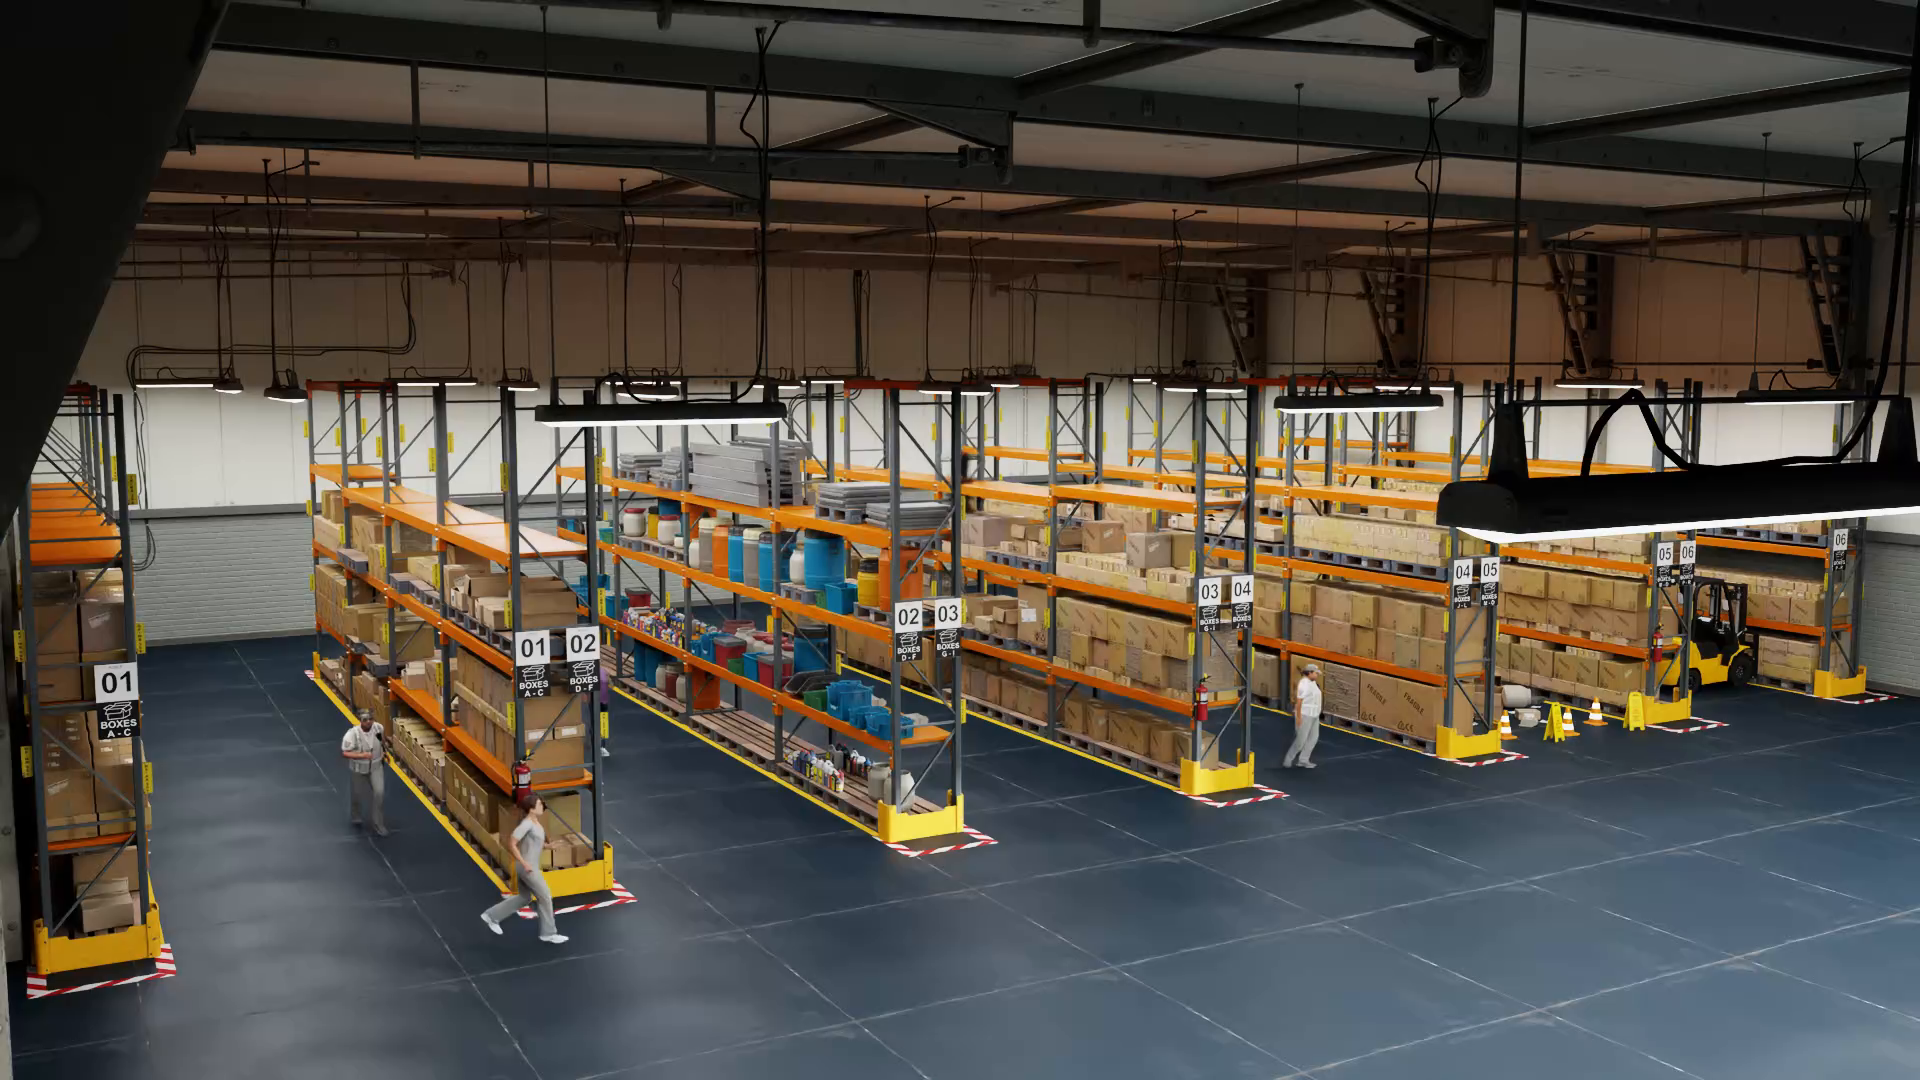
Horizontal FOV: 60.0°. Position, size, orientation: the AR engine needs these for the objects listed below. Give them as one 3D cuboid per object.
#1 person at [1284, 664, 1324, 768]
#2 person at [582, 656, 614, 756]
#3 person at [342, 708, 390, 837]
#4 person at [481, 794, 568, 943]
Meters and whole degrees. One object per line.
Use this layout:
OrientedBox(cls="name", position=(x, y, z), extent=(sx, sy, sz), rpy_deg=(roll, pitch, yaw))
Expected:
OrientedBox(cls="person", position=(5.358, 2.755, 25.997), extent=(0.504, 1.645, 0.613), rpy_deg=(4, 7, 36))
OrientedBox(cls="person", position=(-5.887, 2.695, 26.994), extent=(0.551, 1.496, 0.887), rpy_deg=(-5, 8, -37))
OrientedBox(cls="person", position=(-8.027, 3.088, 22.472), extent=(0.666, 1.750, 1.001), rpy_deg=(-4, 7, -32))
OrientedBox(cls="person", position=(-4.765, 3.590, 18.108), extent=(0.934, 1.665, 0.547), rpy_deg=(-1, 6, -8))
